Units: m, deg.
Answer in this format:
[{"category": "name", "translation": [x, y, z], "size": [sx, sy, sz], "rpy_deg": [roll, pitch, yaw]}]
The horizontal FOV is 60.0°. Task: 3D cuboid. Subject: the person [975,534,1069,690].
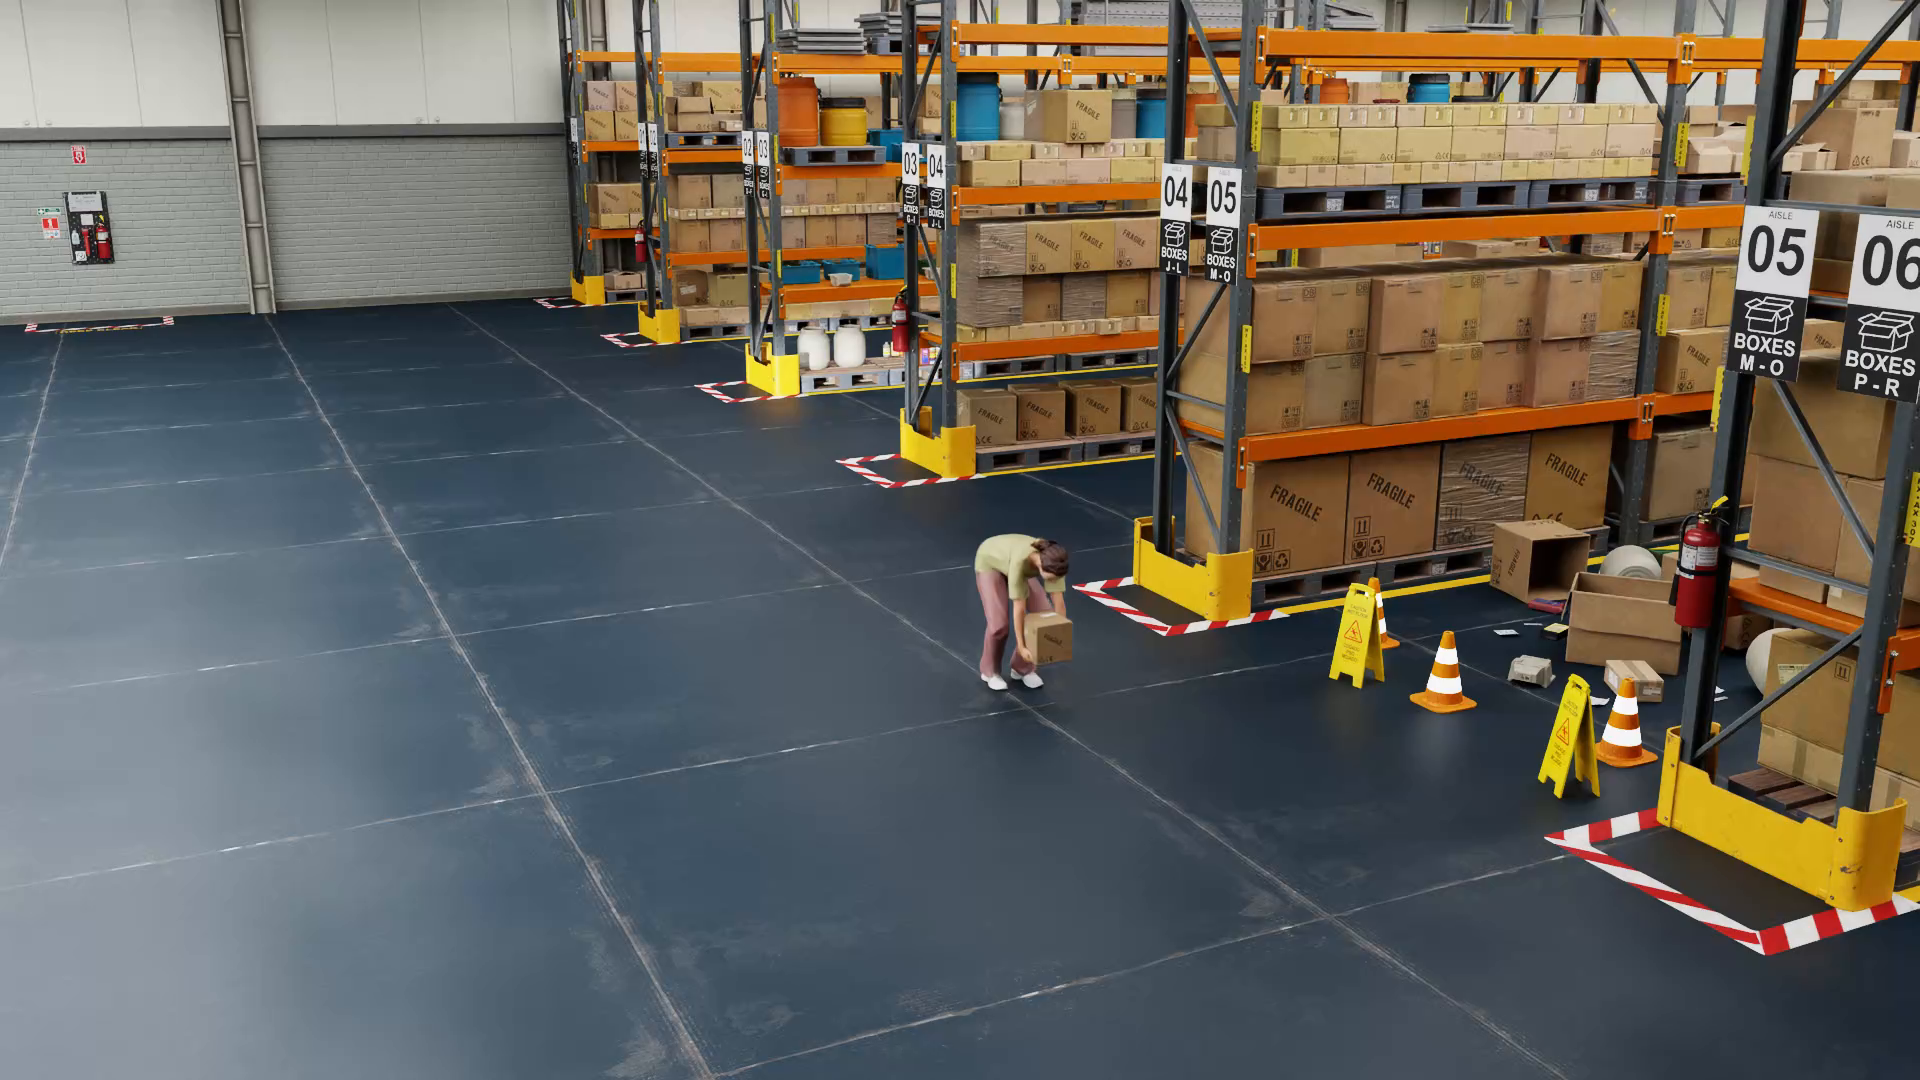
[{"category": "person", "translation": [0.405, 0.465, 10.526], "size": [0.449, 1.042, 0.865], "rpy_deg": [-8, 17, -28]}]
